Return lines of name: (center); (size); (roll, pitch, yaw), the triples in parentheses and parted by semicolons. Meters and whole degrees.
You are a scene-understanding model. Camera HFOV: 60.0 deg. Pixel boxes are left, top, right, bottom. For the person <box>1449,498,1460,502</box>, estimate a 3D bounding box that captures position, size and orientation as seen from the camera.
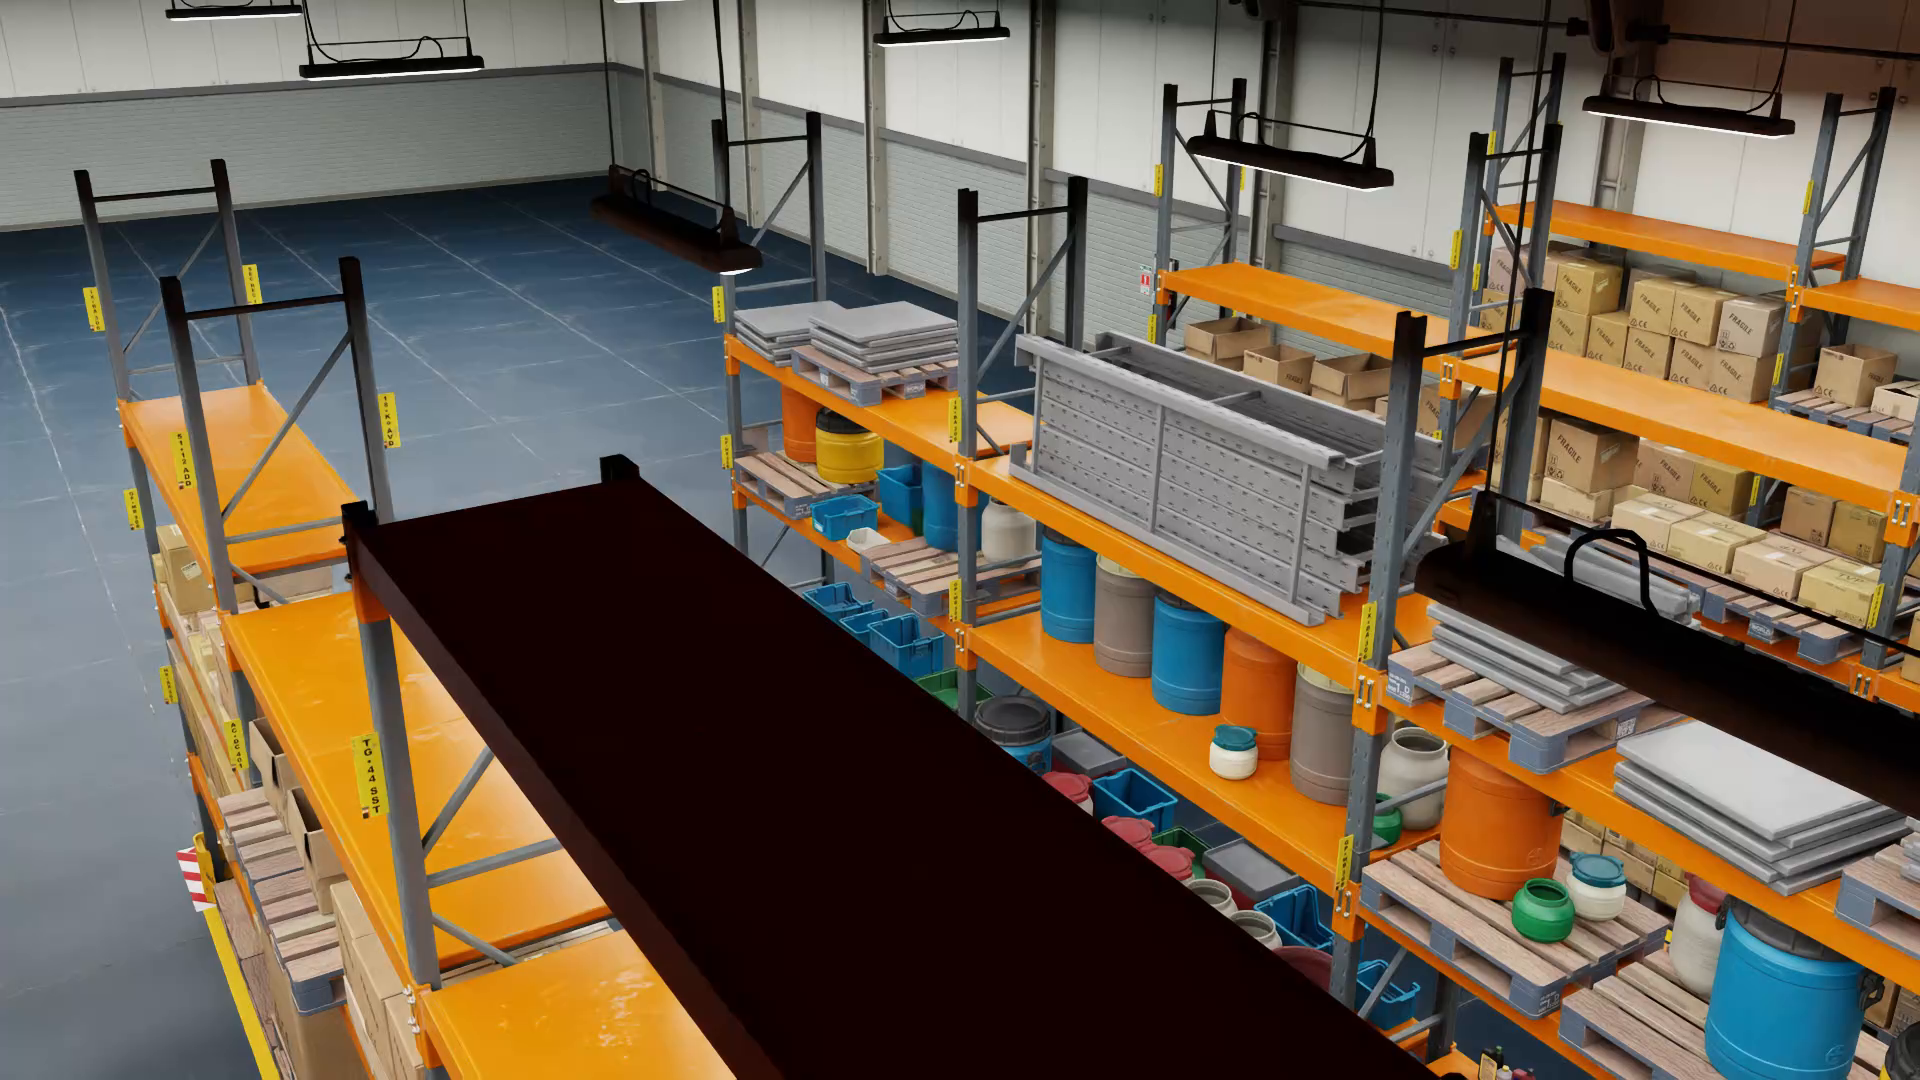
person: (5.522, -0.032, 19.077); (1.163, 1.708, 0.673); (12, 25, 28)
